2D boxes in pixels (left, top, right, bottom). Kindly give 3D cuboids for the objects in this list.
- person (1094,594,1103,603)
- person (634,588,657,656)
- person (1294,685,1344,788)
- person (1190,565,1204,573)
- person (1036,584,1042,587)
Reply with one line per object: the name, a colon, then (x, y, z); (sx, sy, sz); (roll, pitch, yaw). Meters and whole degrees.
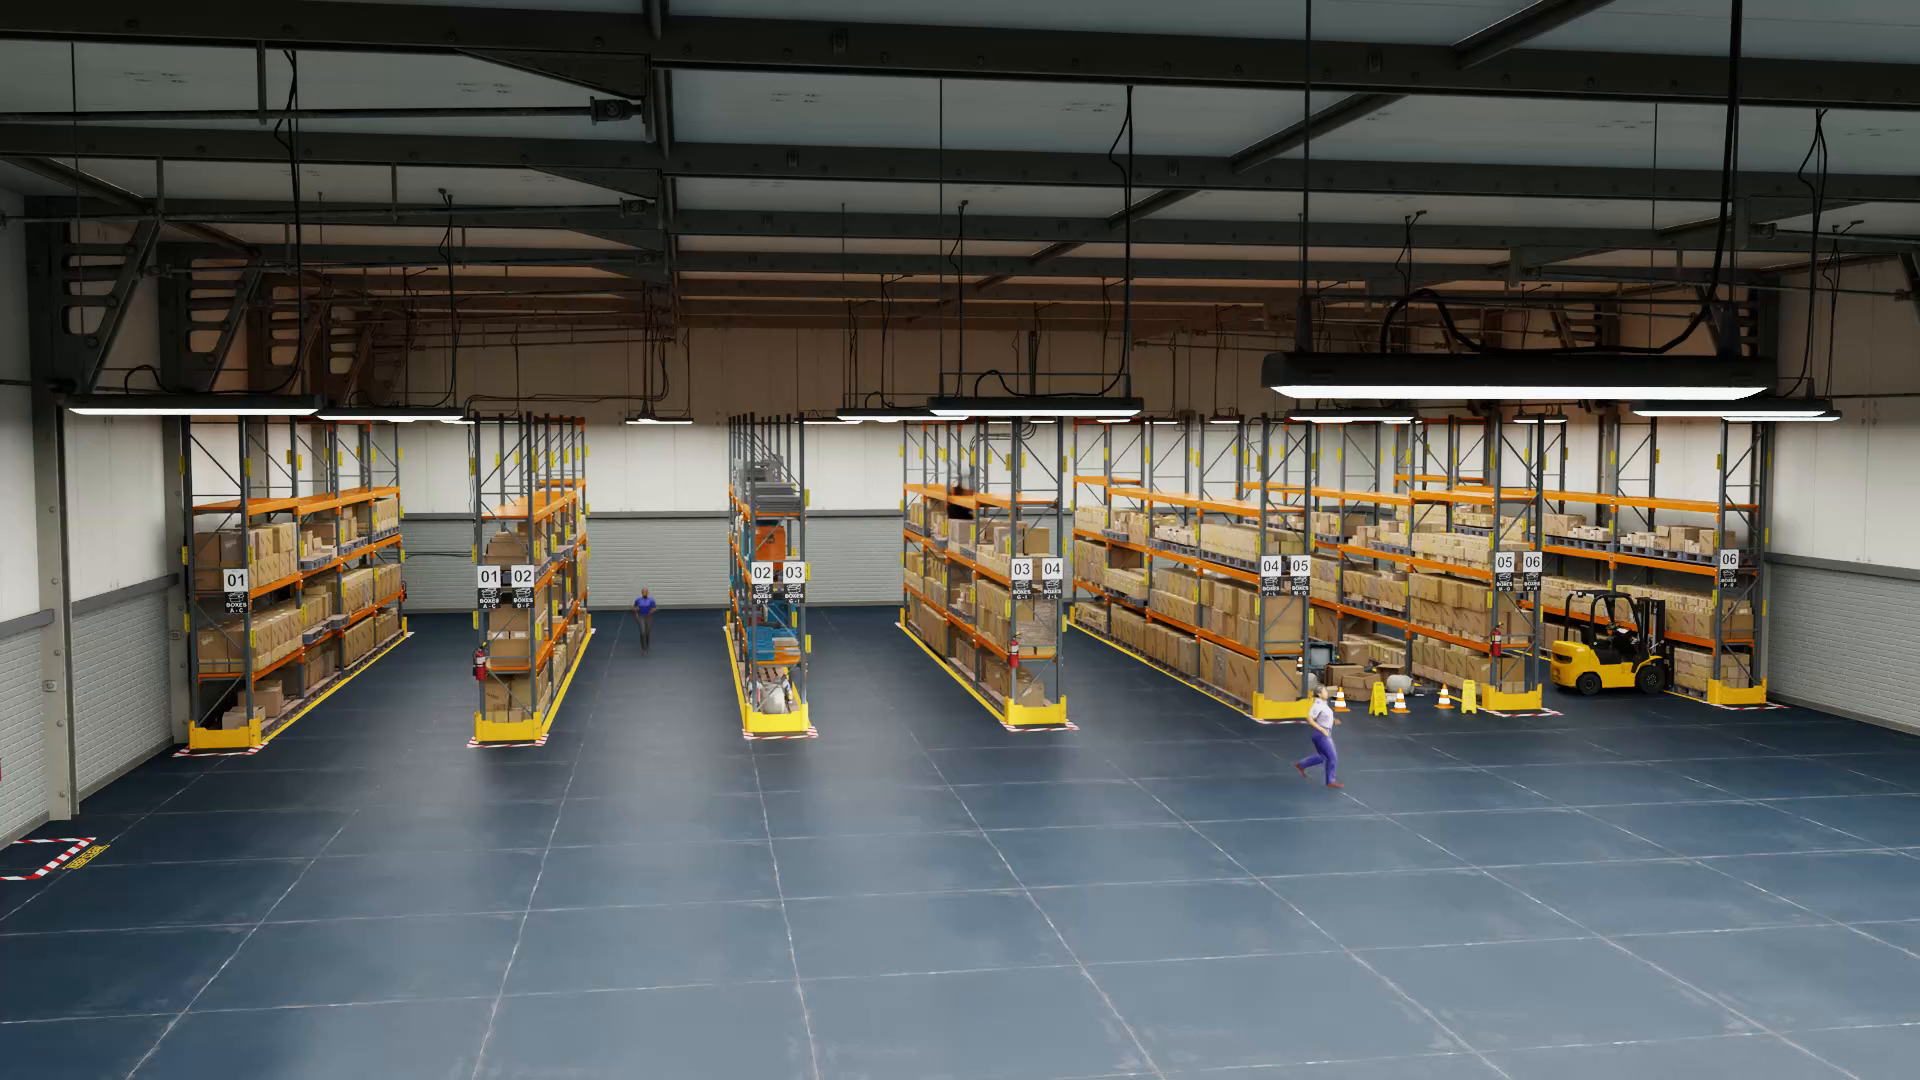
person: (4.270, 1.573, 49.902); (0.677, 1.563, 0.649); (1, 4, 14)
person: (-7.933, 2.043, 42.002); (0.574, 1.685, 0.852); (-1, 4, -16)
person: (5.735, 3.122, 26.460); (0.774, 1.601, 0.620); (1, 4, 18)
person: (7.121, 1.410, 50.560); (0.972, 1.760, 0.729); (0, 4, -4)
person: (1.992, 1.612, 48.294); (0.730, 1.642, 0.739); (3, 5, 36)
